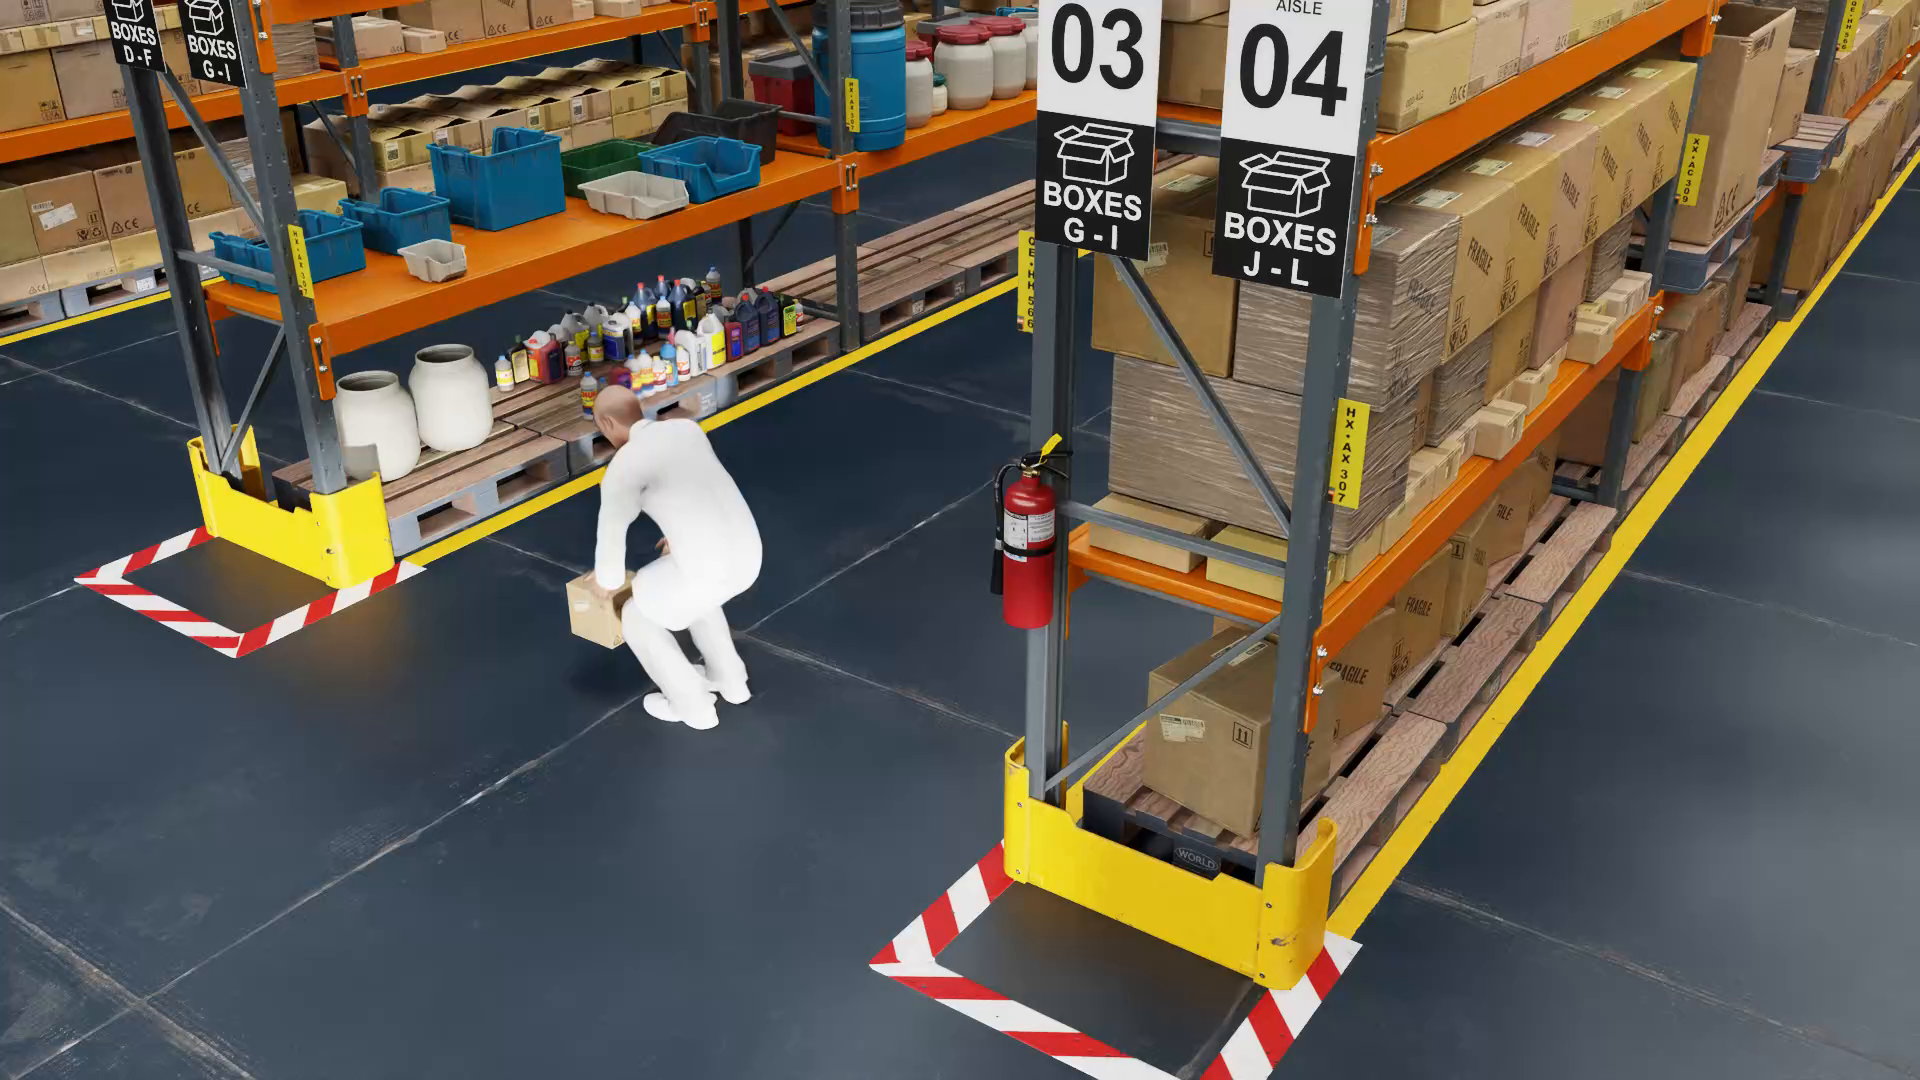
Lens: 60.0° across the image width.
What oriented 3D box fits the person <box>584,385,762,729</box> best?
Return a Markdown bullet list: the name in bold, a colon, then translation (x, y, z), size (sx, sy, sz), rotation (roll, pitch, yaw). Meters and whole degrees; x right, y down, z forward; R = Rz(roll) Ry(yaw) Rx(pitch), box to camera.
- **person**: translation (-1.171, 0.079, 6.875), size (0.718, 1.425, 0.630), rotation (17, 31, 31)
